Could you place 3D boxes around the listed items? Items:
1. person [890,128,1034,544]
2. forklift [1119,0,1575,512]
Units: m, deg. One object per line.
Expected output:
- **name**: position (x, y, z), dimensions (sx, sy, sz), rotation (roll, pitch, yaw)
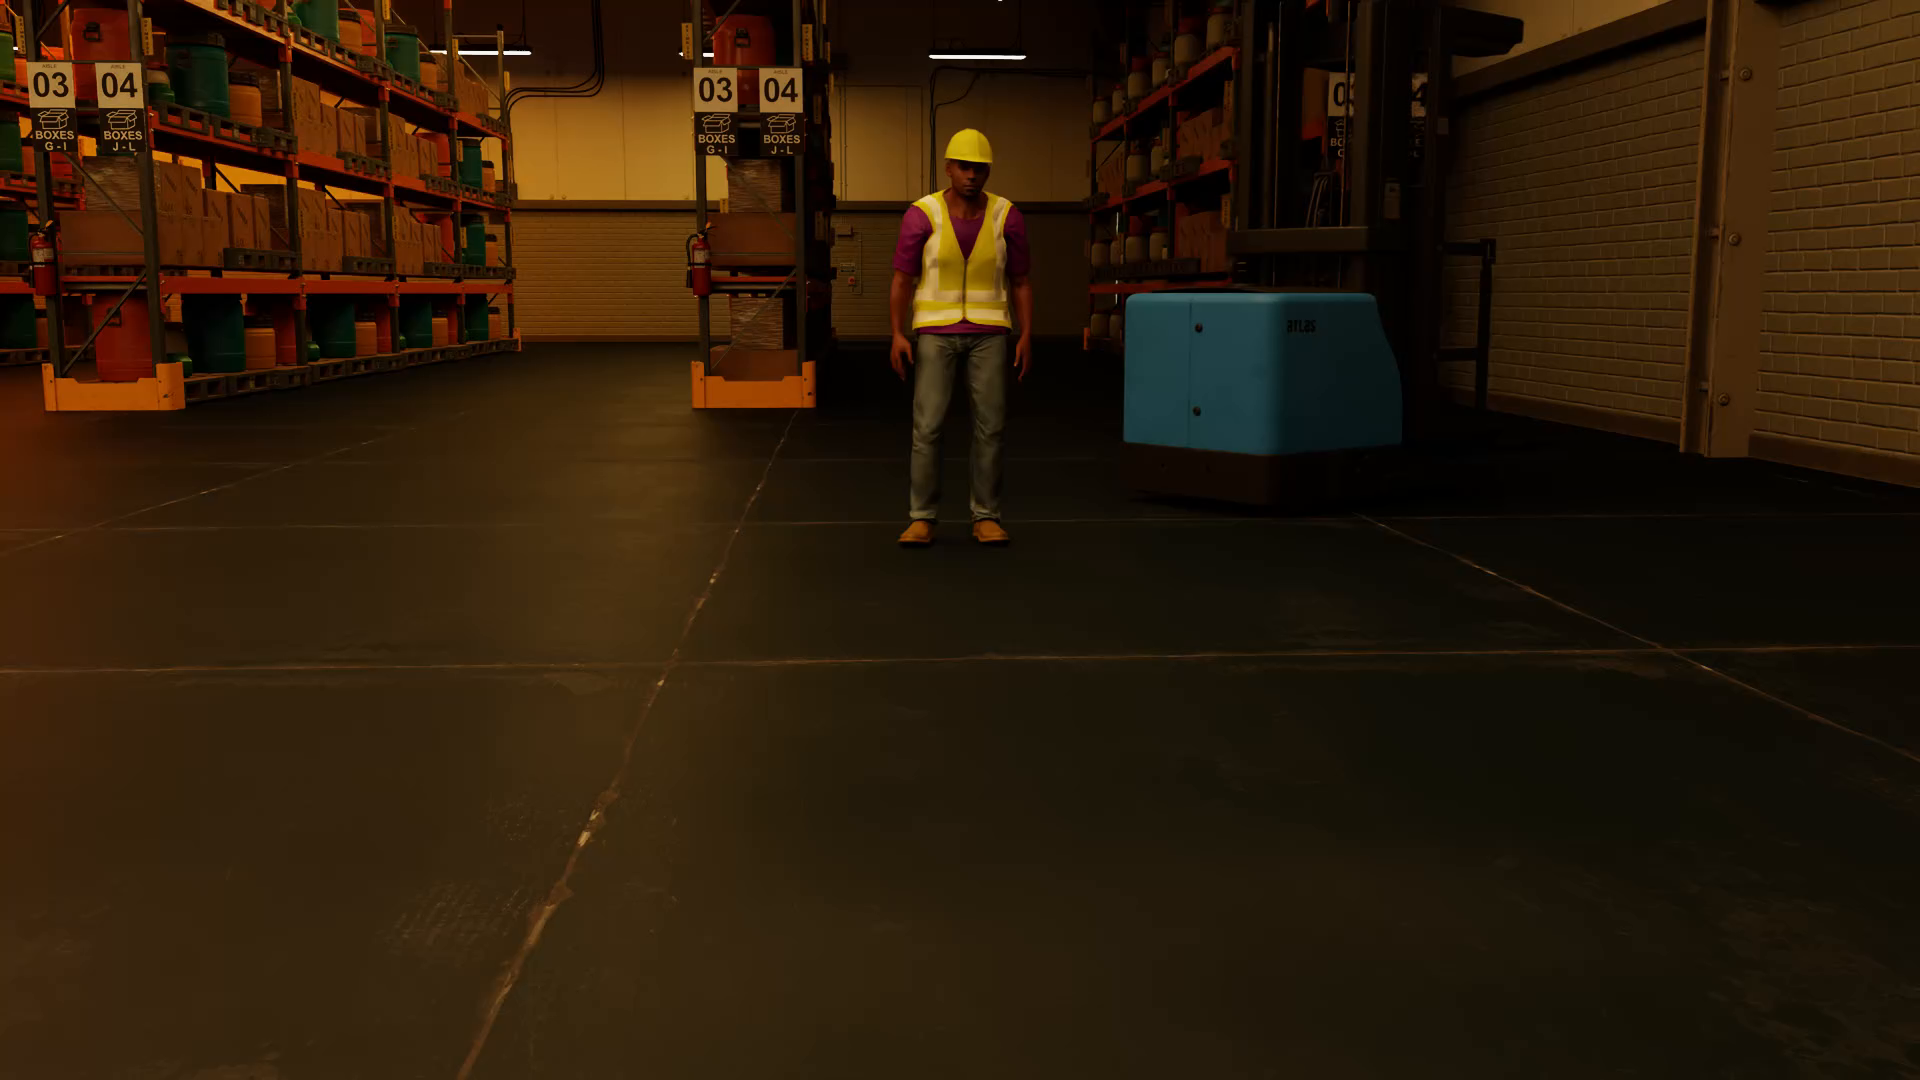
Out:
- **person**: position (0.011, -0.863, 7.142), dimensions (0.626, 1.760, 0.460), rotation (-1, 8, -5)
- **forklift**: position (2.289, -1.738, 9.037), dimensions (3.031, 2.935, 1.130), rotation (-7, 11, -39)
